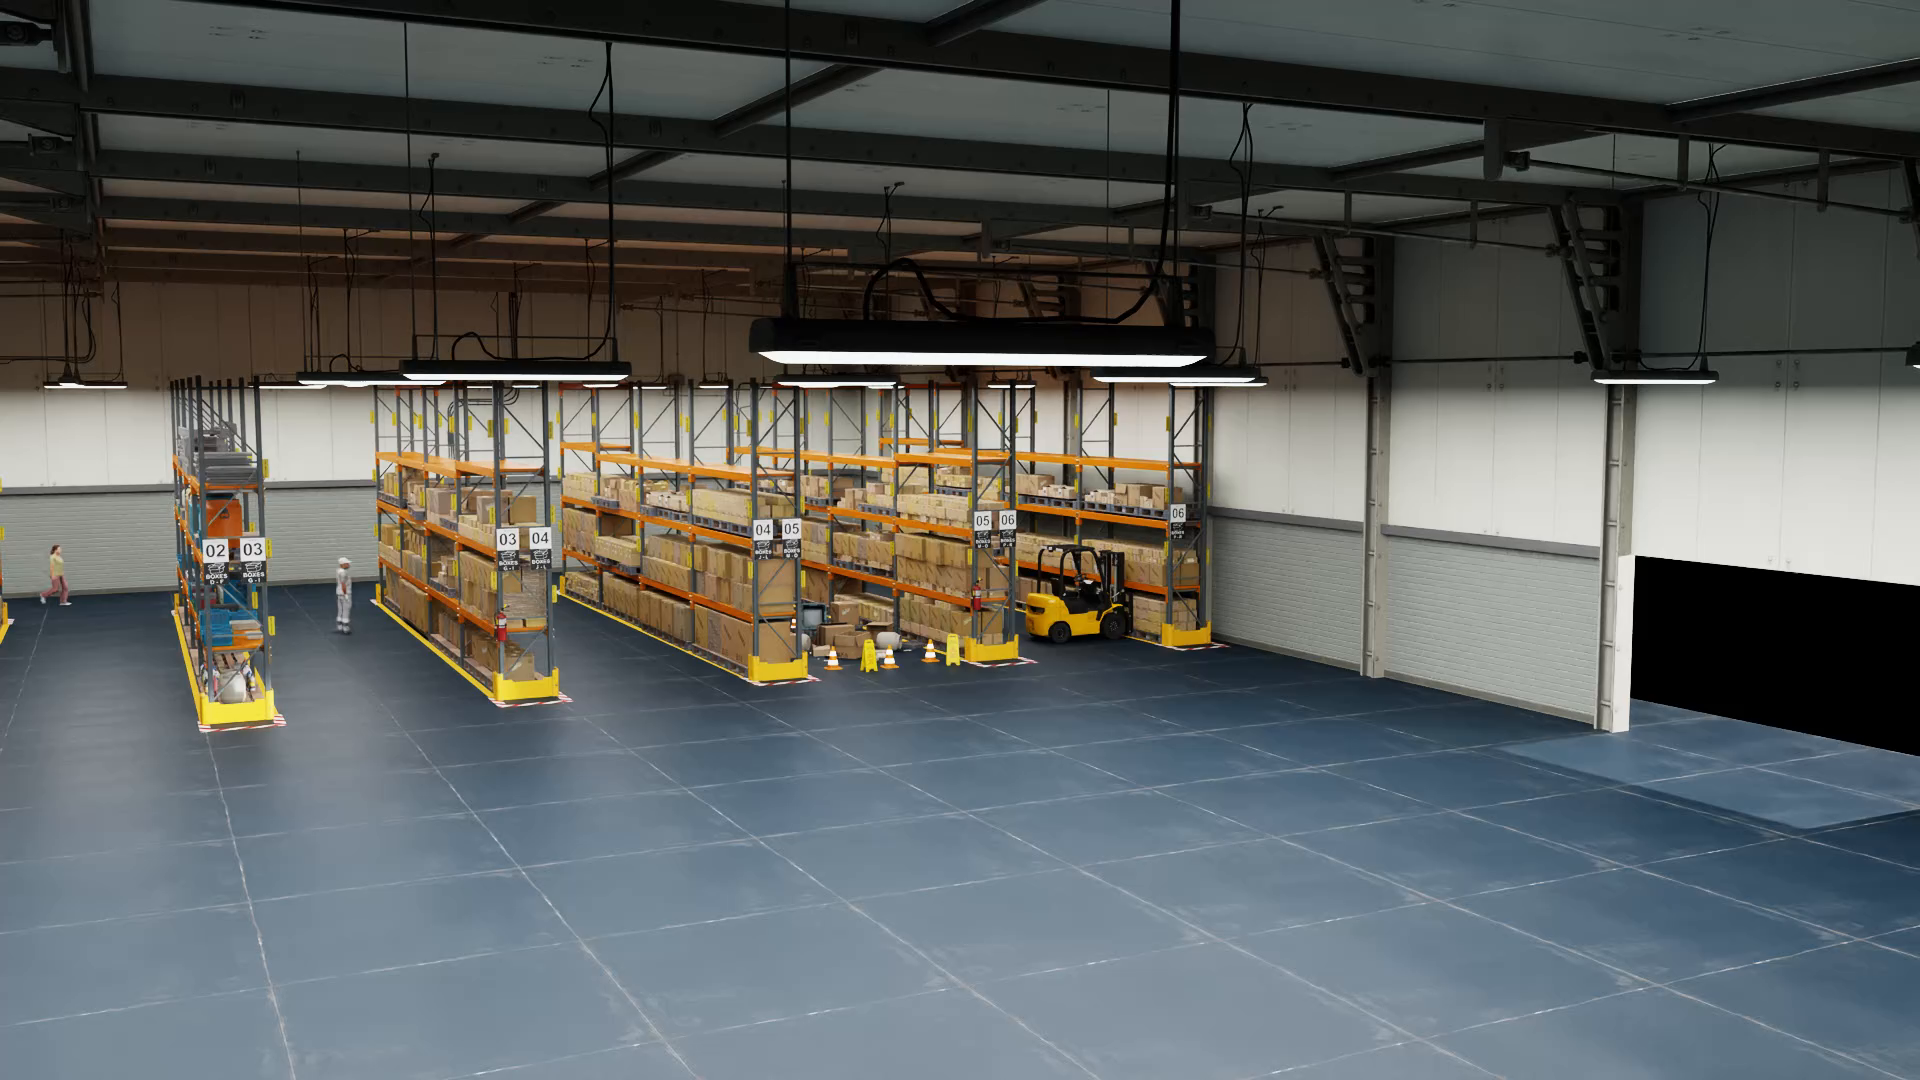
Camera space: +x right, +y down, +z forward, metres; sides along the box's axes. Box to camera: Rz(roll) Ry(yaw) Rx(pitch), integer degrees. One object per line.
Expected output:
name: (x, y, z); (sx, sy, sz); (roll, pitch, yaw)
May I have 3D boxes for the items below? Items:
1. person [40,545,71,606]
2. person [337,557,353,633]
person: (-24.199, 0.957, 44.440); (0.746, 1.615, 0.490); (1, 5, 7)
person: (-14.615, 1.307, 39.529); (0.385, 1.796, 0.585); (-5, 7, -42)
